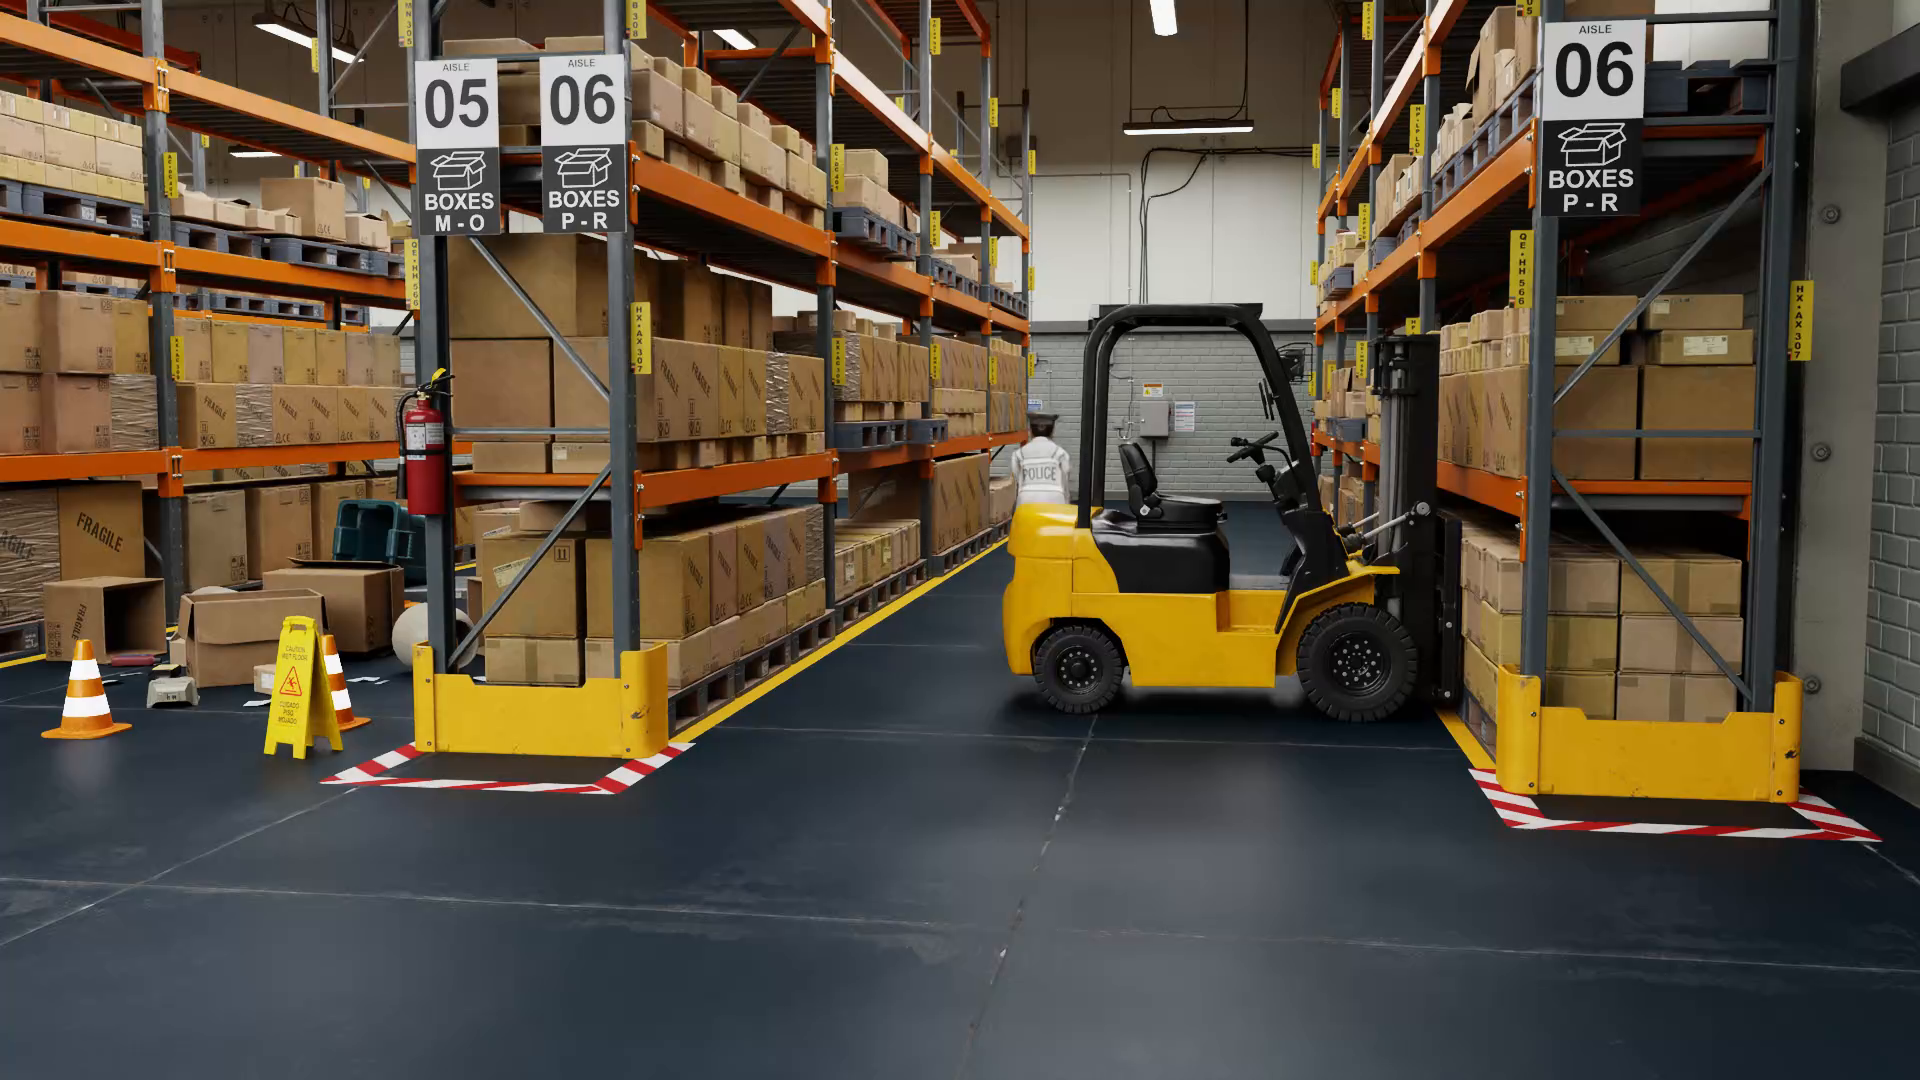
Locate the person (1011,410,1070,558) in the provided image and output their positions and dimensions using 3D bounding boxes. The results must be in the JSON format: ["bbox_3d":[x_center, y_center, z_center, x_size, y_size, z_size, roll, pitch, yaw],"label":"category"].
[{"bbox_3d":[0.560,-0.105,11.632,0.409,1.605,0.570,1,5,8],"label":"person"}]
